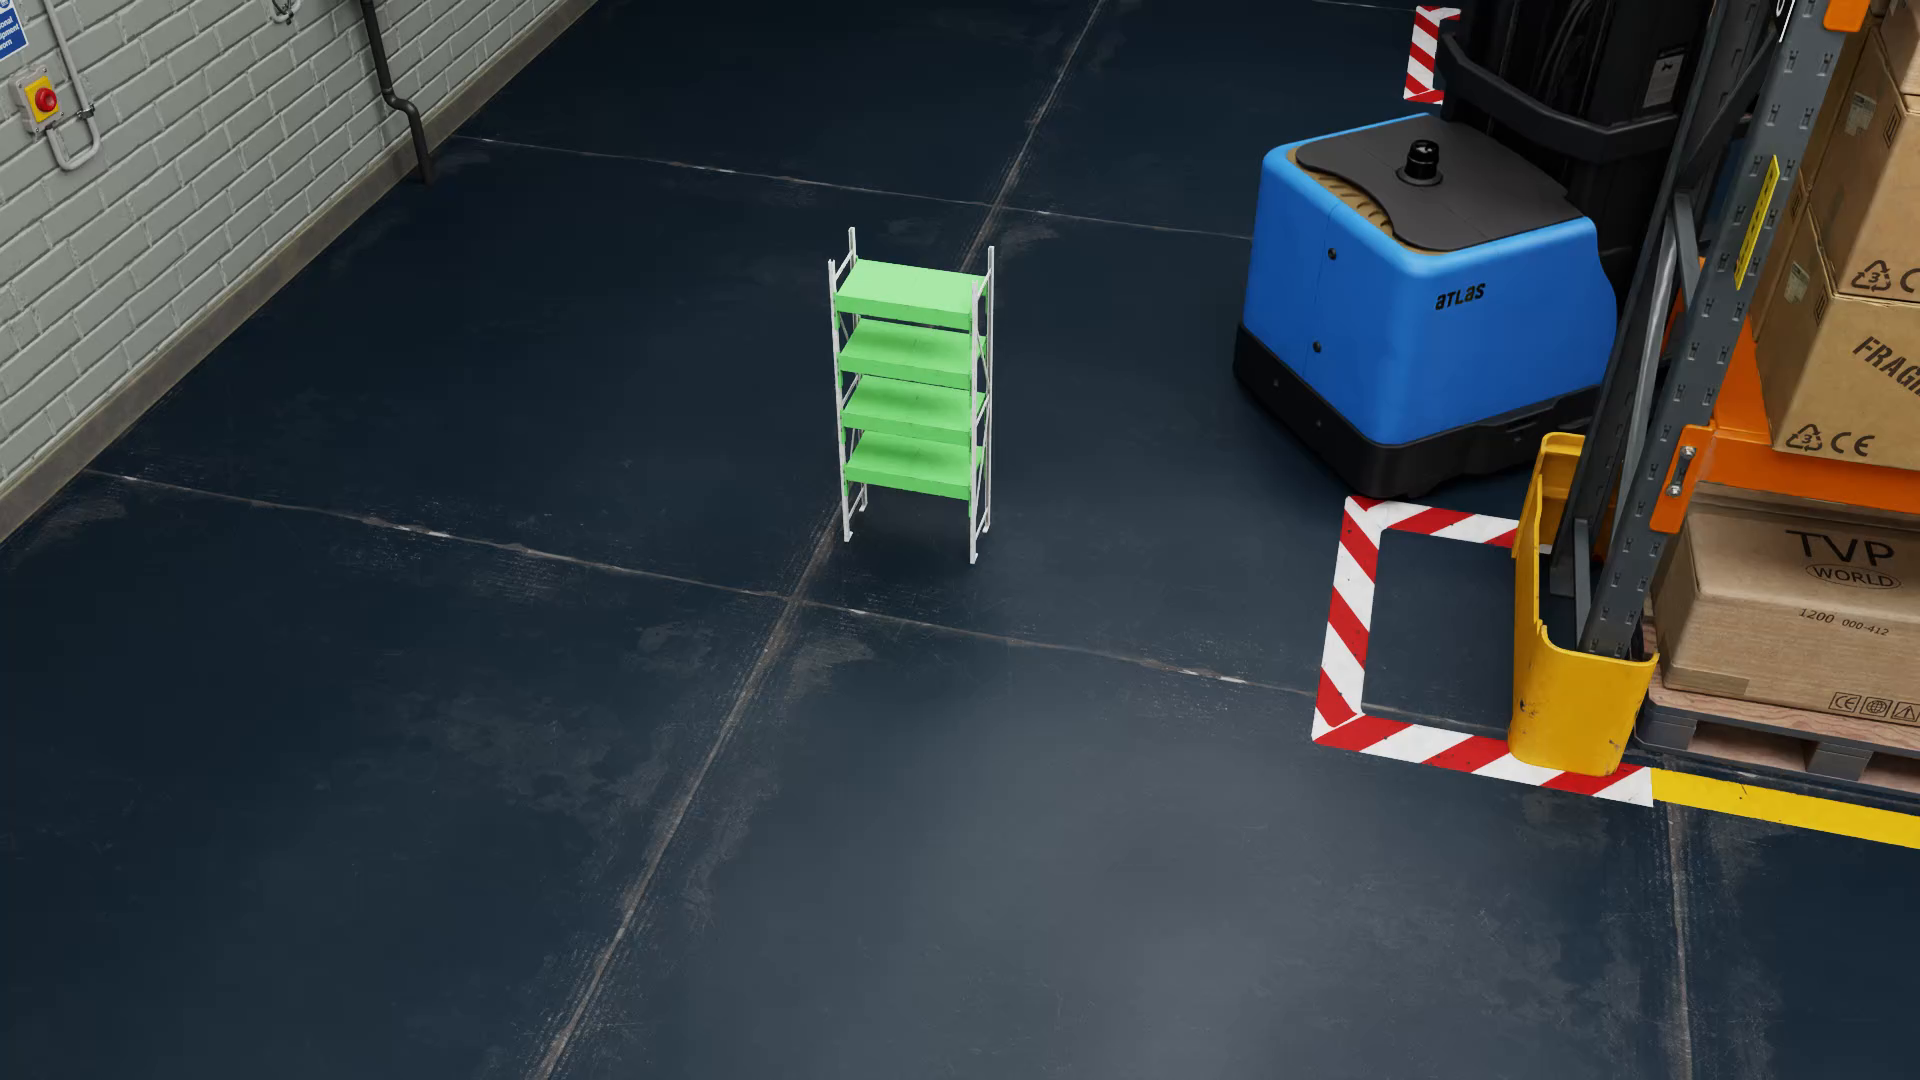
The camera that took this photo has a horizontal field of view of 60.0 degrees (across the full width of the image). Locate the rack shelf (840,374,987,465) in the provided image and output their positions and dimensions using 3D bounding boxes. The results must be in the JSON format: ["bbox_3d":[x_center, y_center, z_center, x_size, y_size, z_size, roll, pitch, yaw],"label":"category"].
[{"bbox_3d":[-0.160,-0.438,5.938,0.480,0.148,0.258,10,41,11],"label":"rack shelf"}]

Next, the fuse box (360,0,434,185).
[{"bbox_3d":[-2.651,-2.475,7.866,0.414,1.711,0.539,10,41,11],"label":"fuse box"}]

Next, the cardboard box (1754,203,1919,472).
[{"bbox_3d":[2.508,-0.545,4.488,0.500,0.500,0.500,9,41,11],"label":"cardboard box"}]

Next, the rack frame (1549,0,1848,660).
[{"bbox_3d":[2.119,-0.764,4.828,0.127,3.000,1.000,10,41,11],"label":"rack frame"}]

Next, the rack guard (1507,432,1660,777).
[{"bbox_3d":[2.095,0.189,5.637,0.348,0.500,1.175,10,41,11],"label":"rack guard"}]

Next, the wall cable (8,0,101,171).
[{"bbox_3d":[-3.335,-2.088,5.590,0.123,1.953,0.585,10,41,11],"label":"wall cable"}]

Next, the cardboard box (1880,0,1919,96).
[{"bbox_3d":[2.390,-1.203,3.990,0.250,0.149,0.380,11,41,12],"label":"cardboard box"}]

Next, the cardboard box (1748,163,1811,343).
[{"bbox_3d":[2.653,-0.887,4.896,0.500,0.500,0.500,10,41,12],"label":"cardboard box"}]

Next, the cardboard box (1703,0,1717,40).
[{"bbox_3d":[3.964,-2.893,8.977,0.637,0.503,0.797,8,41,10],"label":"cardboard box"}]

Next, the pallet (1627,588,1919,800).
[{"bbox_3d":[2.911,0.388,5.624,1.213,0.211,1.003,10,41,11],"label":"pallet"}]

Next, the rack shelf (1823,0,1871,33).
[{"bbox_3d":[4.051,-1.305,3.699,4.000,0.370,1.077,10,41,11],"label":"rack shelf"}]

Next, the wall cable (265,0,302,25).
[{"bbox_3d":[-2.979,-2.959,6.651,0.122,1.984,0.588,10,41,11],"label":"wall cable"}]

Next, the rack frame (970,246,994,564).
[{"bbox_3d":[0.076,-0.446,5.849,0.015,1.200,0.240,10,41,11],"label":"rack frame"}]

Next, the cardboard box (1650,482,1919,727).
[{"bbox_3d":[2.782,0.103,5.460,0.875,0.438,0.875,8,41,10],"label":"cardboard box"}]

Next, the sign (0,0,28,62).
[{"bbox_3d":[-3.406,-1.771,5.816,0.001,0.218,0.327,10,41,11],"label":"sign"}]

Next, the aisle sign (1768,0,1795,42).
[{"bbox_3d":[1.974,-1.592,3.792,0.004,0.787,0.394,10,41,11],"label":"aisle sign"}]

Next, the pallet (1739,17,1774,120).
[{"bbox_3d":[4.242,-2.636,9.225,1.213,0.211,1.003,10,41,11],"label":"pallet"}]

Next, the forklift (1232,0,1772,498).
[{"bbox_3d":[2.705,-1.922,6.259,3.031,2.935,1.130,-17,43,-19],"label":"forklift"}]

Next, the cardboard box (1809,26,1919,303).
[{"bbox_3d":[2.509,-0.929,4.168,0.500,0.500,0.500,9,41,10],"label":"cardboard box"}]

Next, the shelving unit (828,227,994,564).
[{"bbox_3d":[-0.160,-0.487,5.897,0.503,1.200,0.258,10,41,11],"label":"shelving unit"}]

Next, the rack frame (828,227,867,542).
[{"bbox_3d":[-0.396,-0.528,5.945,0.015,1.200,0.240,10,41,11],"label":"rack frame"}]

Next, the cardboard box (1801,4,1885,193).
[{"bbox_3d":[2.646,-1.253,4.555,0.500,0.500,0.500,11,41,13],"label":"cardboard box"}]

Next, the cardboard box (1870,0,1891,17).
[{"bbox_3d":[2.517,-1.499,4.343,0.250,0.149,0.380,10,41,12],"label":"cardboard box"}]

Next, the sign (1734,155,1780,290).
[{"bbox_3d":[1.969,-0.783,4.115,0.005,0.325,0.100,10,41,11],"label":"sign"}]

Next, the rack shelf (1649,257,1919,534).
[{"bbox_3d":[4.051,-0.157,4.663,4.000,0.370,1.077,10,41,11],"label":"rack shelf"}]

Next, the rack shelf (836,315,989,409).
[{"bbox_3d":[-0.160,-0.622,5.784,0.480,0.148,0.258,10,41,11],"label":"rack shelf"}]

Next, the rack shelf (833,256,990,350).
[{"bbox_3d":[-0.160,-0.806,5.629,0.480,0.148,0.258,10,41,11],"label":"rack shelf"}]

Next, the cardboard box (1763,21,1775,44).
[{"bbox_3d":[4.365,-2.663,8.978,0.250,0.149,0.380,8,41,10],"label":"cardboard box"}]

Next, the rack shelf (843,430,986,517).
[{"bbox_3d":[-0.160,-0.254,6.092,0.480,0.148,0.258,10,41,11],"label":"rack shelf"}]
